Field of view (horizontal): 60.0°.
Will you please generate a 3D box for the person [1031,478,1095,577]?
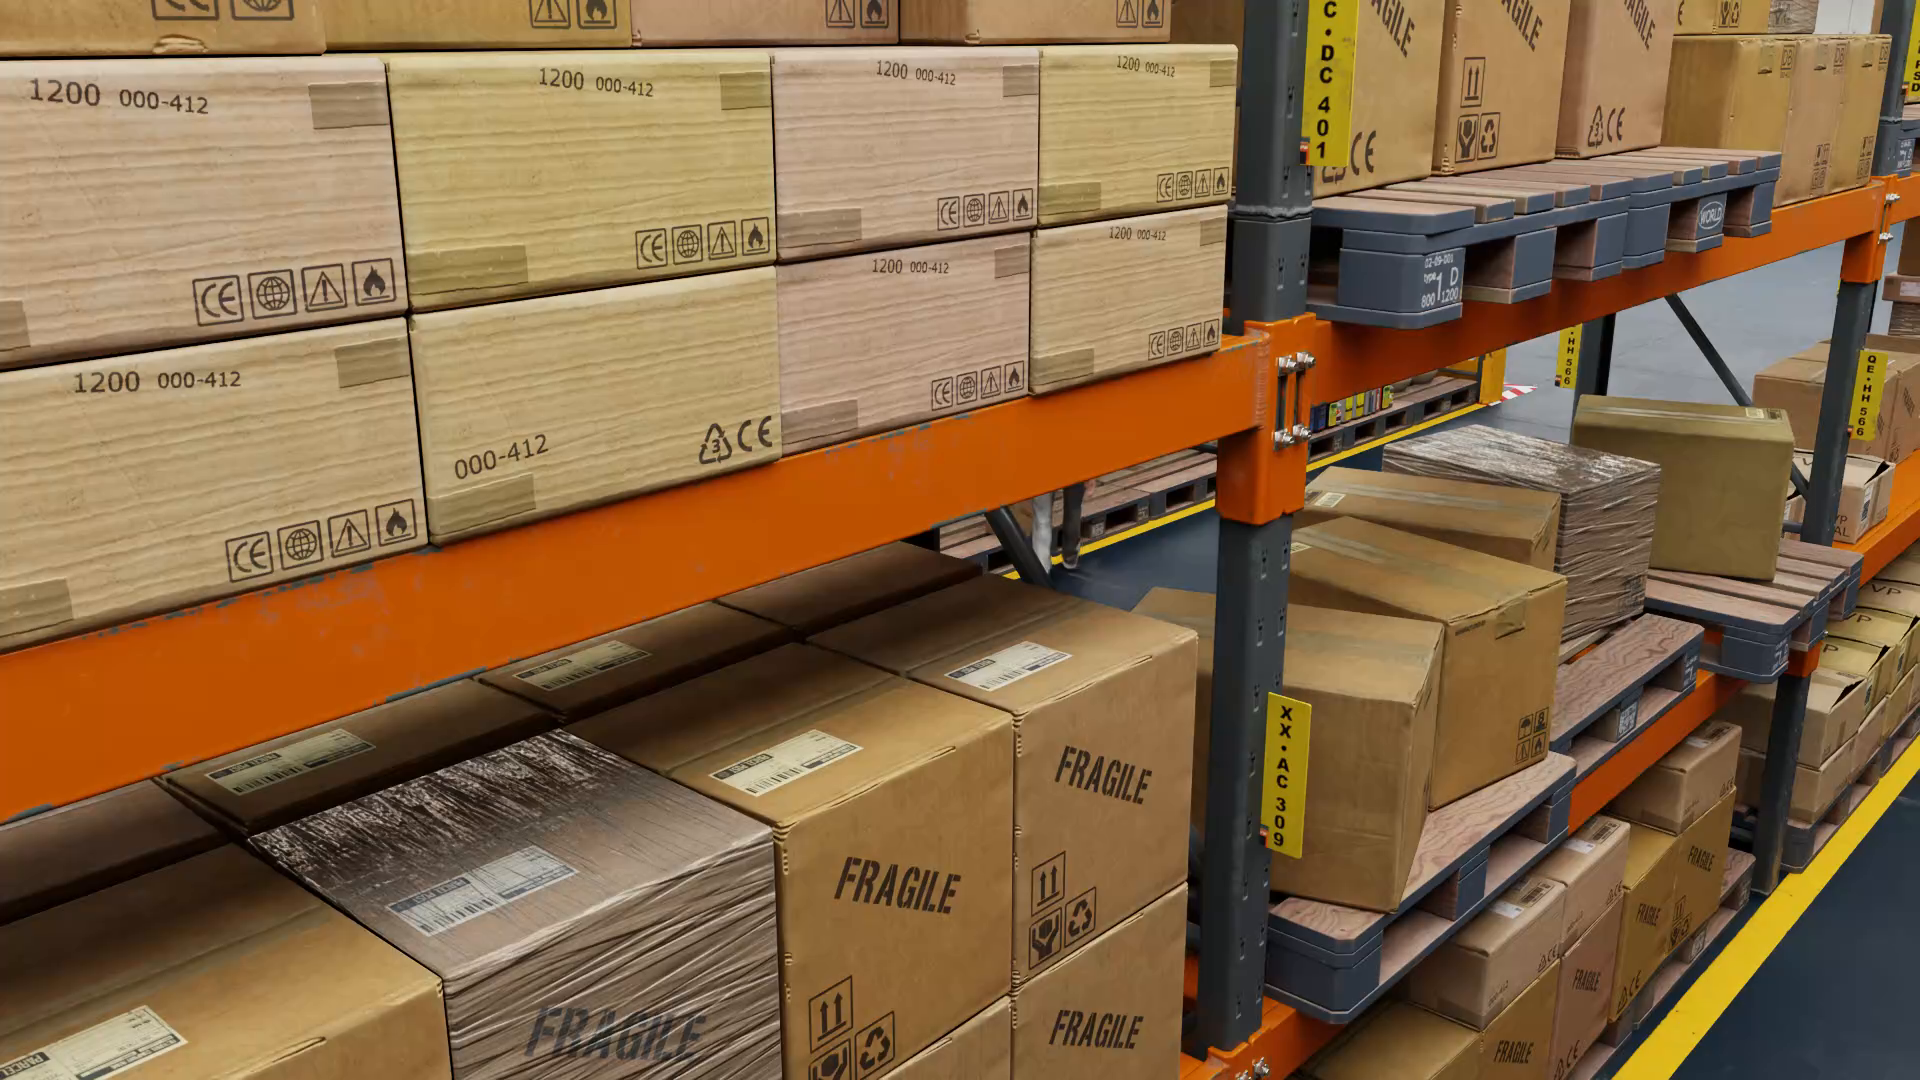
[{"bbox_3d":[0.596,-0.476,10.157,0.437,1.523,0.960,0,17,0],"label":"person"}]
